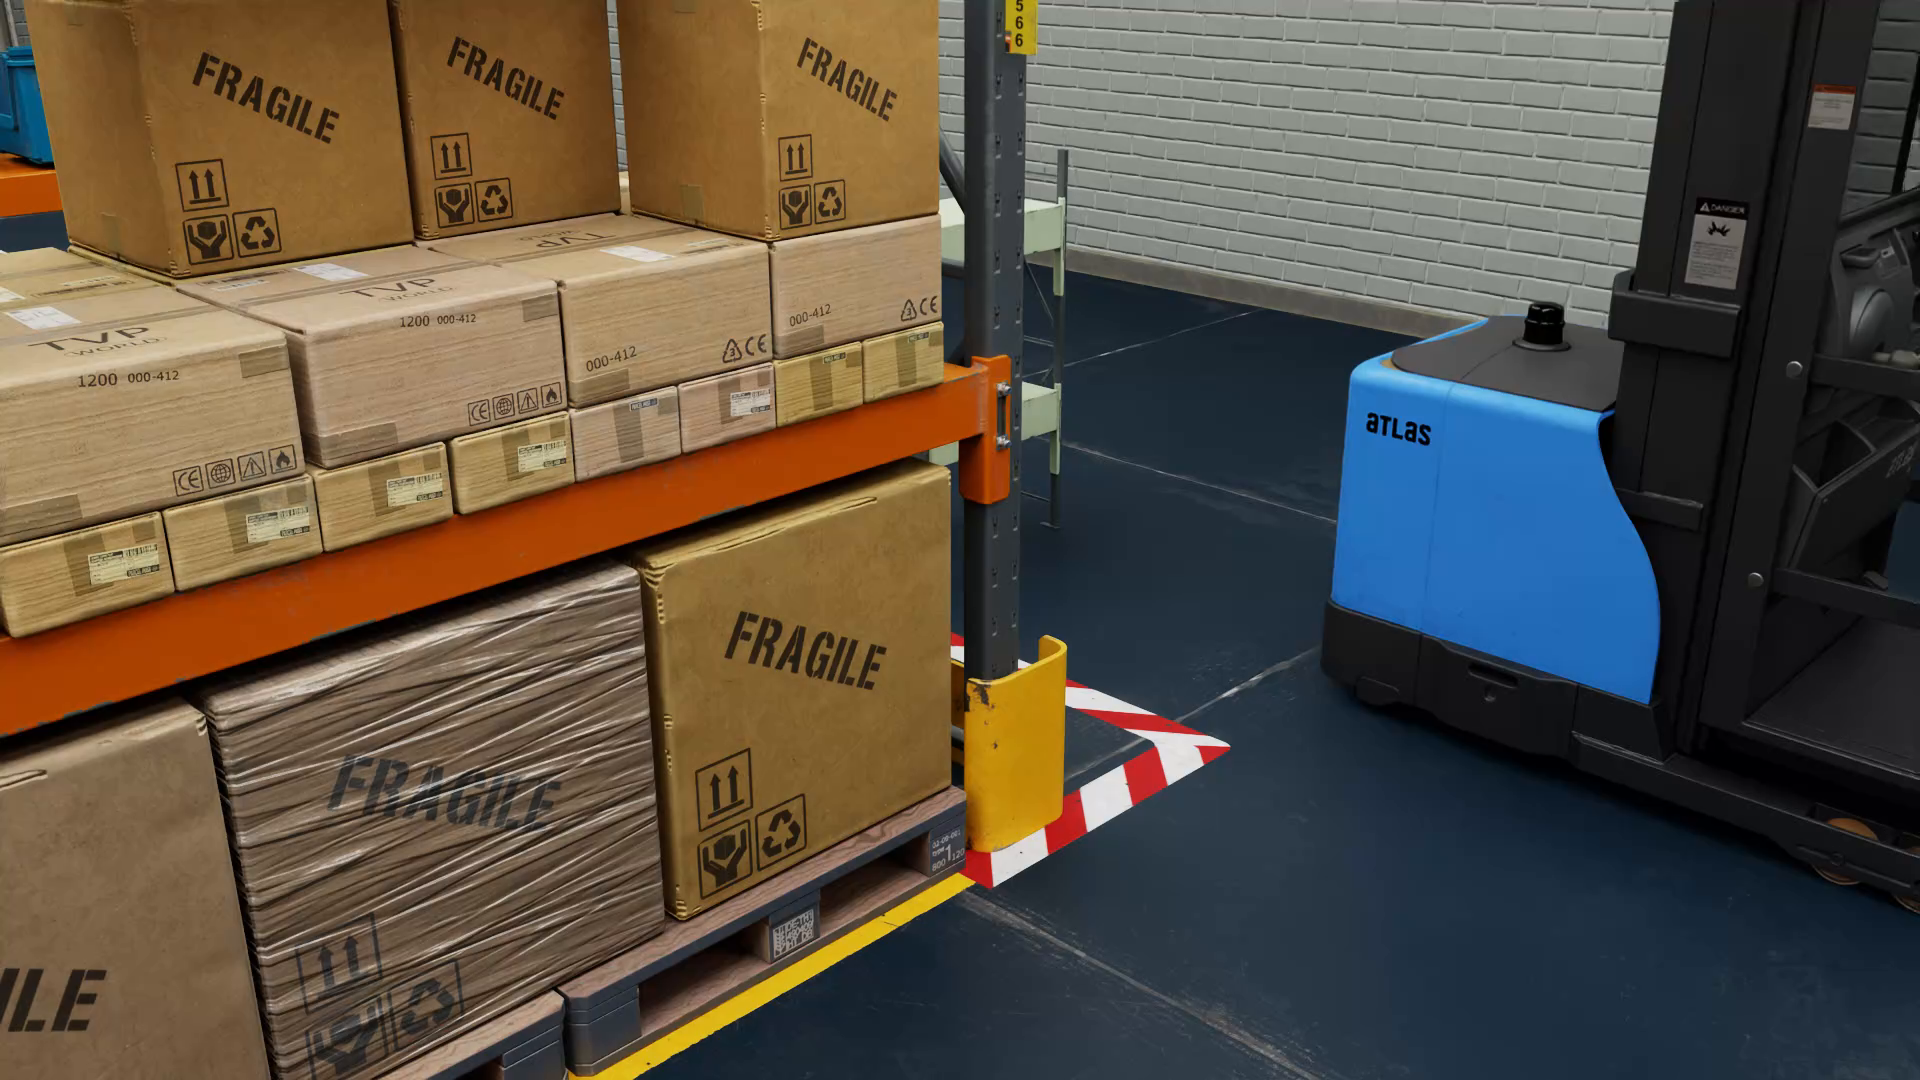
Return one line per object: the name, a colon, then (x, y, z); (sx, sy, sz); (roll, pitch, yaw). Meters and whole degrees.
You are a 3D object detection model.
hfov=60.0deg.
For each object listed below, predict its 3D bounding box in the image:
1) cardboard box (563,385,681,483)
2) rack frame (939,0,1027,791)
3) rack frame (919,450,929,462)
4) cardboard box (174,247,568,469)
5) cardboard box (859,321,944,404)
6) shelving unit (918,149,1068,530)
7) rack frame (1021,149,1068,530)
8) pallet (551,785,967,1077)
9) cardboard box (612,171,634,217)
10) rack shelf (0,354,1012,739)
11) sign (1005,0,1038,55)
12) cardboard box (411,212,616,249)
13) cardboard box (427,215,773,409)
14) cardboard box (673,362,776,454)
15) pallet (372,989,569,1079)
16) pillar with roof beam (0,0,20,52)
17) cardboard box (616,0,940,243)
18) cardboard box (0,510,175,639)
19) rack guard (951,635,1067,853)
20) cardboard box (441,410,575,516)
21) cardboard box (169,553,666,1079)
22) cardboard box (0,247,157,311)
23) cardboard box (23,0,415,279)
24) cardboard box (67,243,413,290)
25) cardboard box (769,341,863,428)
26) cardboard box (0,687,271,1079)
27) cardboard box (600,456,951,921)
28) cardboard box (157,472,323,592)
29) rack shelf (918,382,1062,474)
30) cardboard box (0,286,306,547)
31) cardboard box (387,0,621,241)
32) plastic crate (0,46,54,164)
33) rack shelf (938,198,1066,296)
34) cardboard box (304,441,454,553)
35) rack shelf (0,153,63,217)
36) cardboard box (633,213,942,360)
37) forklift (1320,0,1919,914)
cardboard box: (-0.787, -0.257, 3.413); (0.250, 0.149, 0.380); (-20, 28, -41)
rack frame: (-0.243, -0.744, 4.330); (1.000, 3.000, 0.127); (19, 28, 41)
rack frame: (-0.260, -0.604, 6.056); (0.400, 1.500, 0.023); (19, 28, 41)
cardboard box: (-1.100, -0.361, 3.127); (0.500, 0.250, 0.500); (18, 27, 39)
cardboard box: (-0.256, -0.453, 3.922); (0.250, 0.149, 0.380); (-20, 28, -41)
shelving unit: (-0.005, -0.698, 6.301); (0.431, 1.500, 0.755); (19, 28, 41)
rack frame: (0.251, -0.792, 6.546); (0.400, 1.500, 0.023); (19, 28, 41)
pallet: (-0.745, 0.783, 4.244); (1.003, 0.211, 1.213); (19, 28, 41)
cardboard box: (-0.772, -0.757, 4.158); (0.500, 0.250, 0.500); (18, 28, 39)
rack shelf: (-1.638, 0.106, 3.121); (1.077, 0.370, 4.000); (19, 28, 41)
sign: (0.136, -1.256, 3.717); (0.100, 0.325, 0.005); (19, 28, 41)
cardboard box: (-1.129, -0.622, 3.806); (0.500, 0.250, 0.500); (19, 28, 40)
cardboard box: (-0.746, -0.492, 3.467); (0.500, 0.250, 0.500); (19, 28, 40)
cardboard box: (-0.613, -0.321, 3.579); (0.380, 0.149, 0.250); (19, 28, 41)
pallet: (-1.596, 1.095, 3.432); (1.003, 0.211, 1.213); (19, 28, 41)
pillar with roof beam: (-6.542, -7.097, 12.495); (9.100, 9.000, 0.400); (19, 28, 41)
cardboard box: (-0.395, -0.972, 3.672); (0.500, 0.500, 0.500); (20, 29, 41)
cardboard box: (-1.503, 0.007, 2.724); (0.380, 0.149, 0.250); (18, 28, 39)
rack guard: (-0.227, 0.417, 4.794); (1.175, 0.500, 0.348); (19, 28, 41)
cardboard box: (-0.967, -0.190, 3.238); (0.380, 0.149, 0.250); (18, 28, 39)
cardboard box: (-1.267, 0.470, 3.547); (0.875, 0.875, 0.875); (19, 28, 41)
cardboard box: (-1.843, -0.358, 3.120); (0.500, 0.250, 0.500); (19, 28, 40)
cardboard box: (-1.477, -0.844, 3.339); (0.500, 0.500, 0.500); (18, 28, 39)
cardboard box: (-1.483, -0.494, 3.472); (0.500, 0.250, 0.500); (18, 27, 39)
cardboard box: (-0.436, -0.386, 3.747); (0.380, 0.149, 0.250); (20, 28, 41)
cardboard box: (-1.888, 0.699, 2.952); (0.875, 0.875, 0.875); (19, 28, 41)
cardboard box: (-0.632, 0.236, 4.155); (0.875, 0.875, 0.875); (19, 28, 41)
cardboard box: (-1.322, -0.060, 2.900); (0.250, 0.149, 0.380); (-19, 28, -41)
rack shelf: (-0.005, -0.394, 6.418); (0.431, 0.370, 0.720); (19, 28, 41)
cardboard box: (-1.461, -0.226, 2.776); (0.500, 0.250, 0.500); (19, 28, 41)
cardboard box: (-1.120, -0.979, 3.689); (0.500, 0.500, 0.500); (18, 28, 39)
plastic crate: (-3.892, -1.895, 7.192); (0.616, 0.435, 0.499); (19, 28, 41)
rack shelf: (-0.005, -1.063, 6.161); (0.431, 0.370, 0.720); (19, 28, 41)
cardboard box: (-1.148, -0.123, 3.064); (0.380, 0.149, 0.250); (19, 28, 41)
rack shelf: (-5.187, -1.134, 6.346); (1.077, 0.370, 4.000); (19, 28, 41)
cardboard box: (-0.391, -0.622, 3.806); (0.500, 0.250, 0.500); (19, 28, 40)
forklift: (2.559, -0.645, 4.168); (3.031, 2.935, 1.130); (19, 28, 41)
